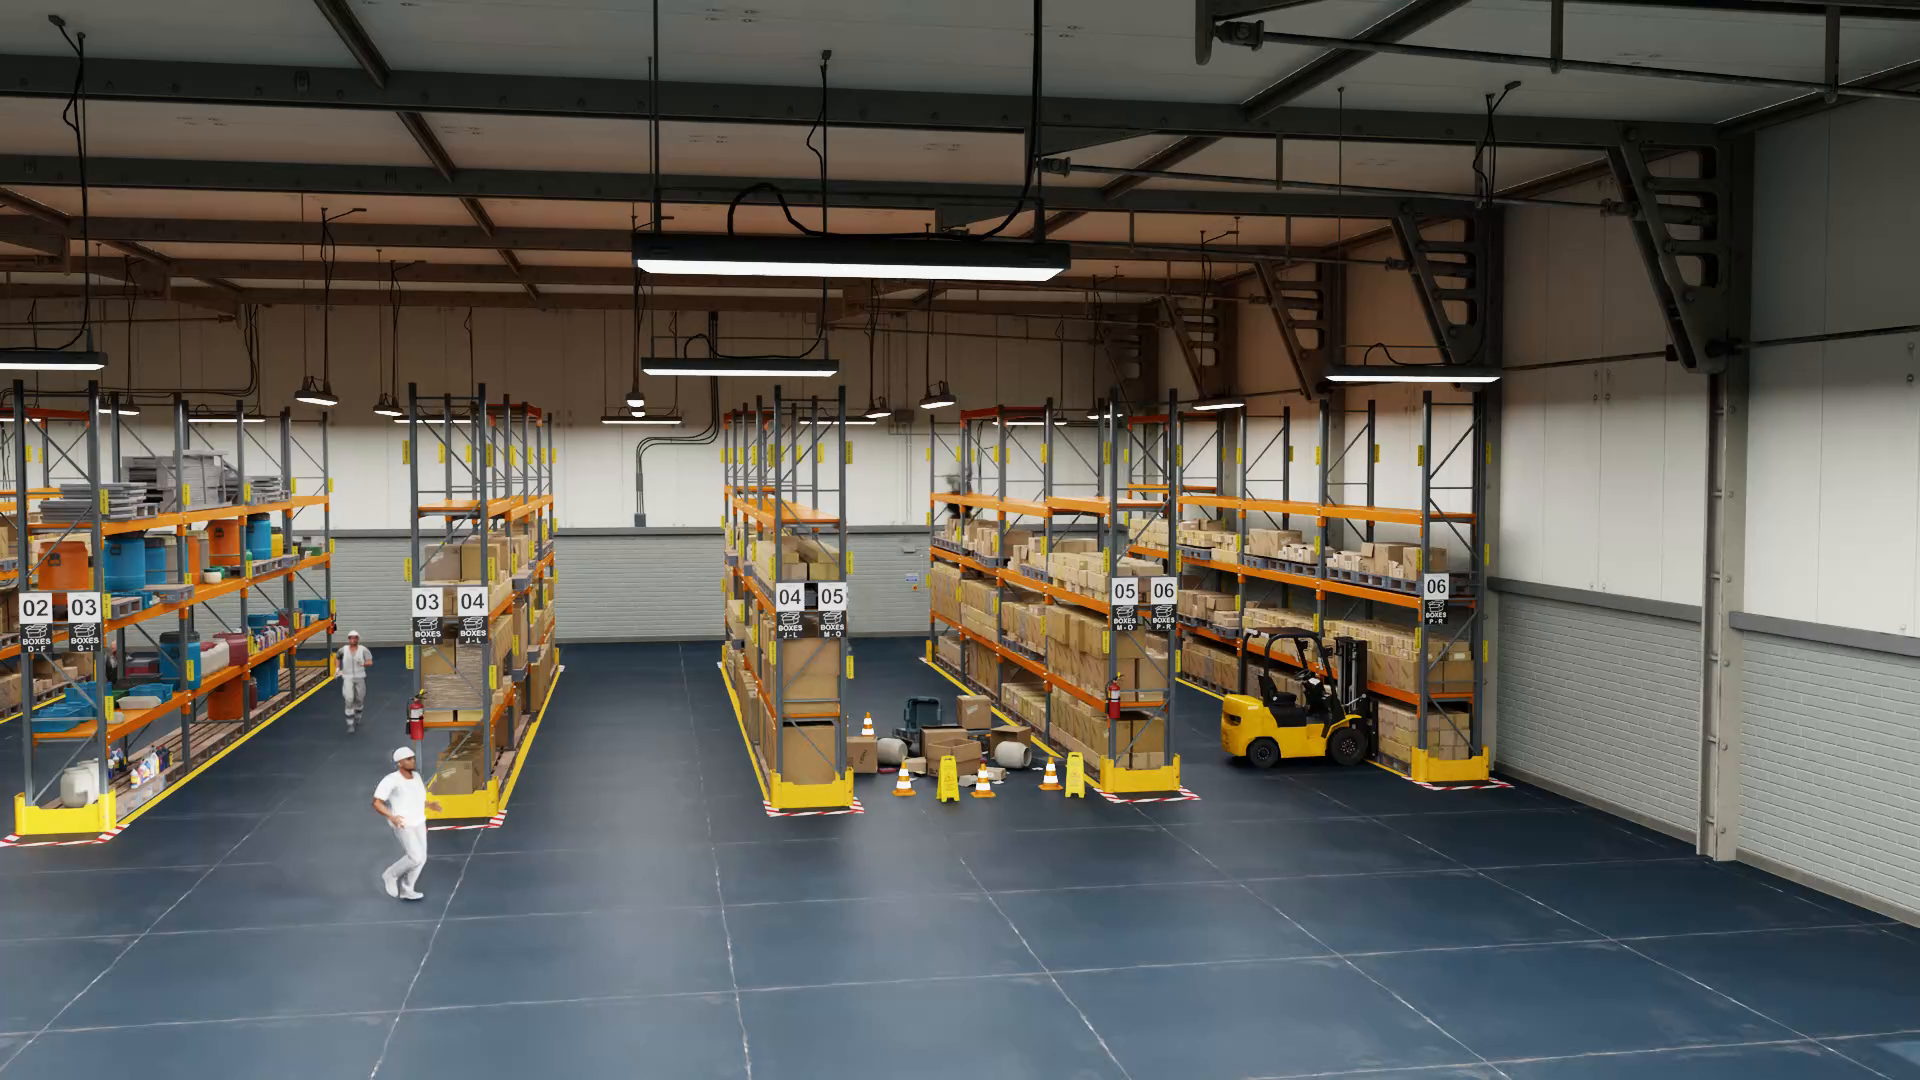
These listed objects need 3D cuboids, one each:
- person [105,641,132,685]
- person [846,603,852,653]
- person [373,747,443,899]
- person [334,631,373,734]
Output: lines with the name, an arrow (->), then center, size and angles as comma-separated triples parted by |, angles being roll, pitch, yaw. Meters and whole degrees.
person -> -15.151, 2.667, 29.871 | 0.642, 1.709, 0.989 | 0, 3, -7
person -> -3.078, 2.016, 40.953 | 0.881, 1.789, 0.648 | -1, 3, -17
person -> -6.184, 3.190, 18.695 | 0.587, 1.718, 0.695 | 1, 3, 20
person -> -11.029, 2.552, 30.252 | 0.655, 1.817, 0.910 | -1, 3, -23
